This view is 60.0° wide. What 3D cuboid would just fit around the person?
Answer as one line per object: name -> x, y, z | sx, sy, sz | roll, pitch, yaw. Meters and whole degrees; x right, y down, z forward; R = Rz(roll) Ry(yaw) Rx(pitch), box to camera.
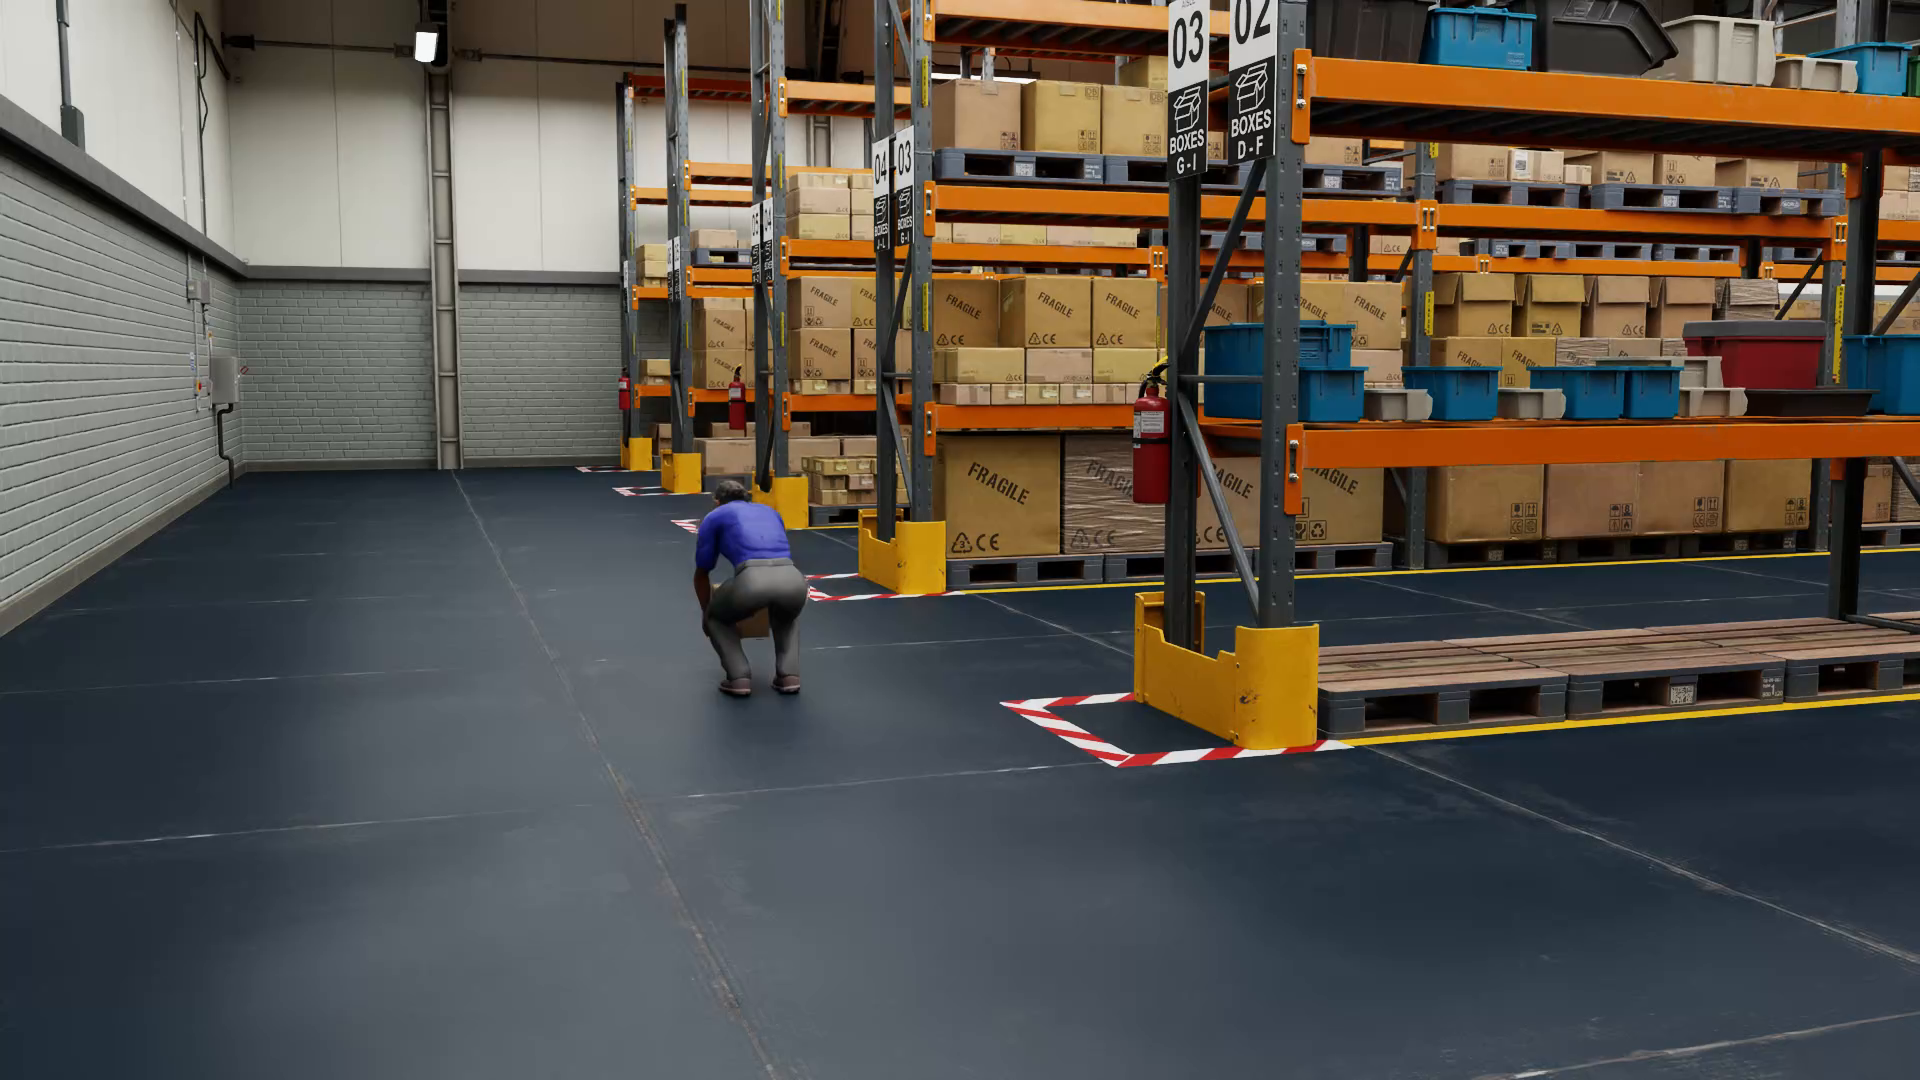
person -> -1.023, 0.227, 8.111 | 0.484, 1.006, 0.786 | -2, 6, -19
